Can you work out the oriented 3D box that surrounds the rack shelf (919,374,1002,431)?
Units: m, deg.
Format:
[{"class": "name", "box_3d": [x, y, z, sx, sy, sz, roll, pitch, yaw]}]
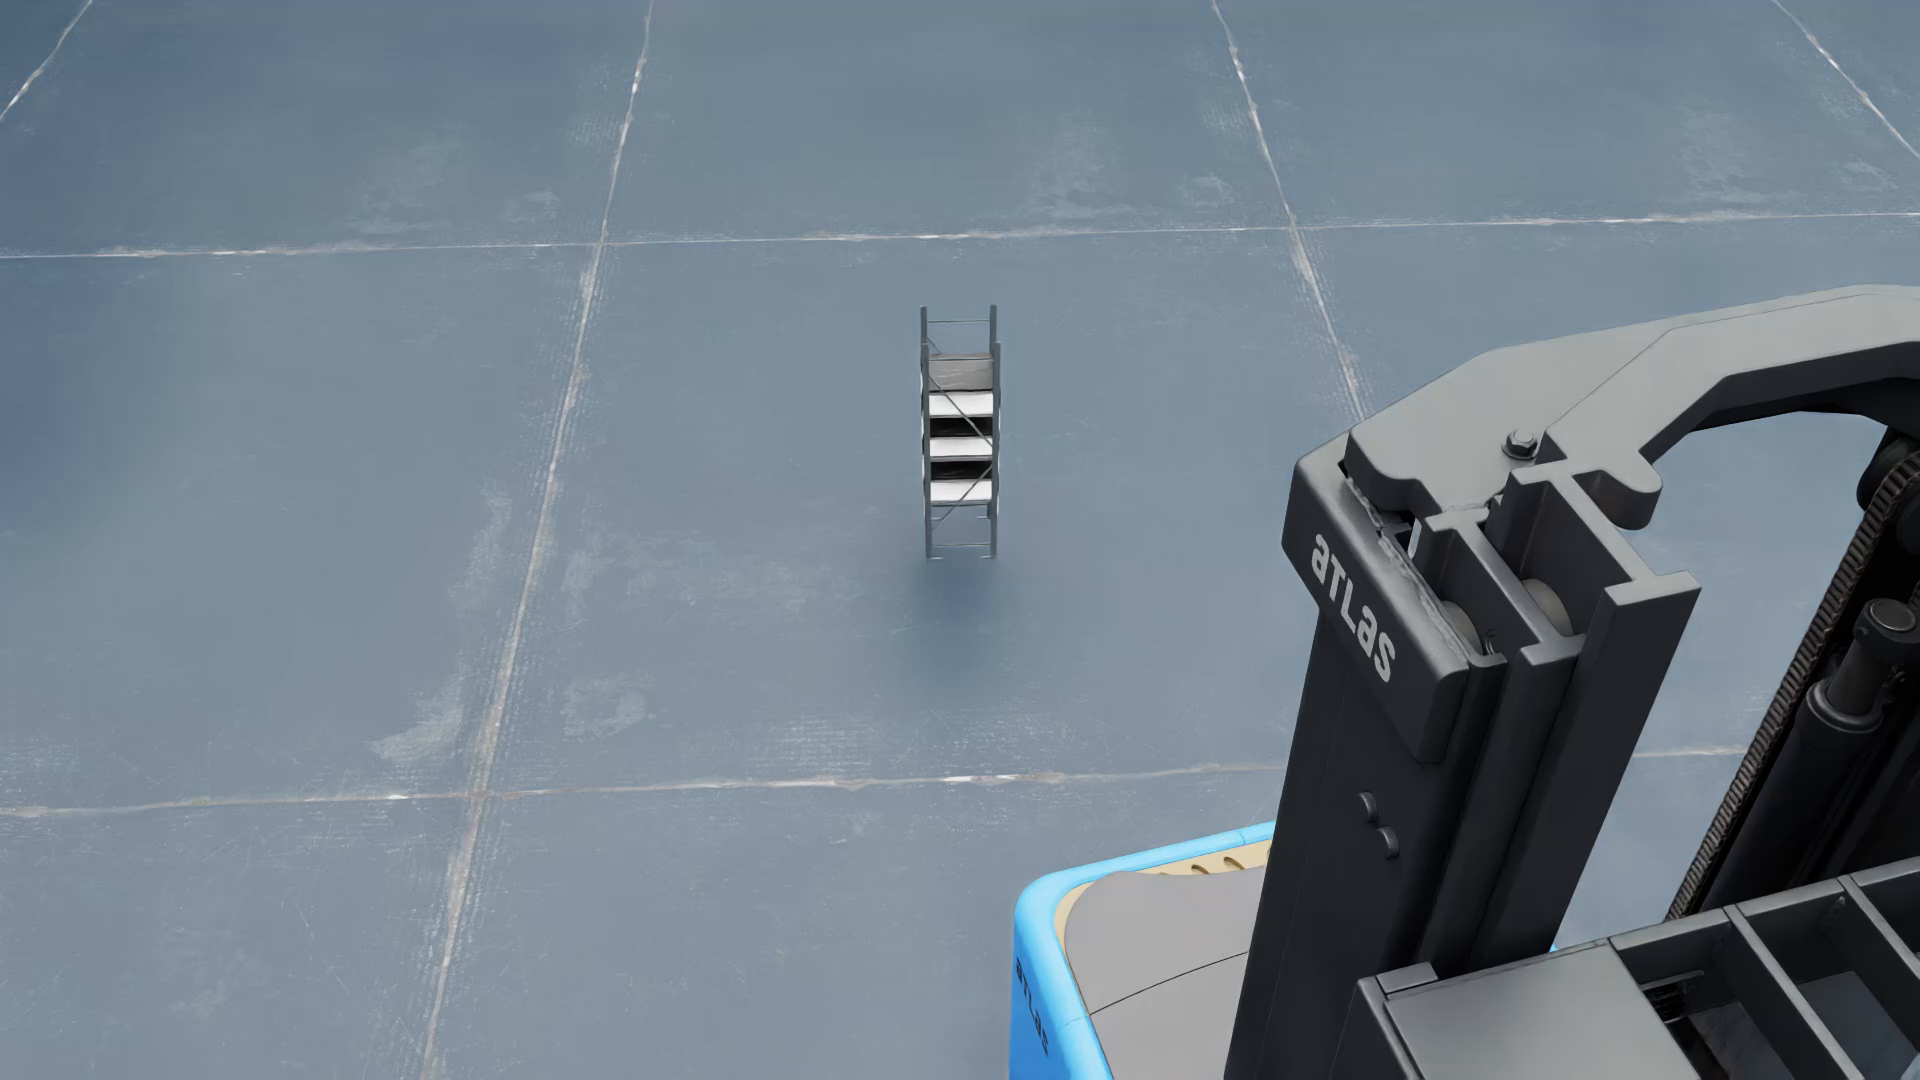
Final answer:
[{"class": "rack shelf", "box_3d": [0.000, -0.445, 5.353, 0.258, 0.077, 0.200, -2, 43, -2]}]

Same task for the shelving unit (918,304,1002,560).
[{"class": "shelving unit", "box_3d": [0.000, -0.337, 5.452, 0.258, 0.900, 0.210, -2, 43, -2]}]

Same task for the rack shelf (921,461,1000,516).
[{"class": "rack shelf", "box_3d": [0.000, -0.180, 5.596, 0.258, 0.077, 0.200, -2, 43, -2]}]

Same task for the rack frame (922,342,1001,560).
[{"class": "rack frame", "box_3d": [0.004, -0.269, 5.377, 0.240, 0.900, 0.006, -2, 43, -2]}]

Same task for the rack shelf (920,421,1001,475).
[{"class": "rack shelf", "box_3d": [0.000, -0.313, 5.474, 0.258, 0.077, 0.200, -2, 43, -2]}]

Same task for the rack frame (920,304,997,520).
[{"class": "rack frame", "box_3d": [-0.005, -0.406, 5.527, 0.240, 0.900, 0.006, -2, 43, -2]}]

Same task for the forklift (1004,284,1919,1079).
[{"class": "forklift", "box_3d": [0.987, 1.280, 2.184, 1.130, 2.935, 3.031, -11, 44, -12]}]

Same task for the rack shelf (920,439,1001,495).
[{"class": "rack shelf", "box_3d": [0.000, -0.246, 5.535, 0.258, 0.077, 0.200, -2, 43, -2]}]

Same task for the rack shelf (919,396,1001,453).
[{"class": "rack shelf", "box_3d": [0.000, -0.379, 5.414, 0.258, 0.077, 0.200, -2, 43, -2]}]

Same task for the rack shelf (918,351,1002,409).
[{"class": "rack shelf", "box_3d": [0.000, -0.512, 5.292, 0.258, 0.077, 0.200, -2, 43, -2]}]
